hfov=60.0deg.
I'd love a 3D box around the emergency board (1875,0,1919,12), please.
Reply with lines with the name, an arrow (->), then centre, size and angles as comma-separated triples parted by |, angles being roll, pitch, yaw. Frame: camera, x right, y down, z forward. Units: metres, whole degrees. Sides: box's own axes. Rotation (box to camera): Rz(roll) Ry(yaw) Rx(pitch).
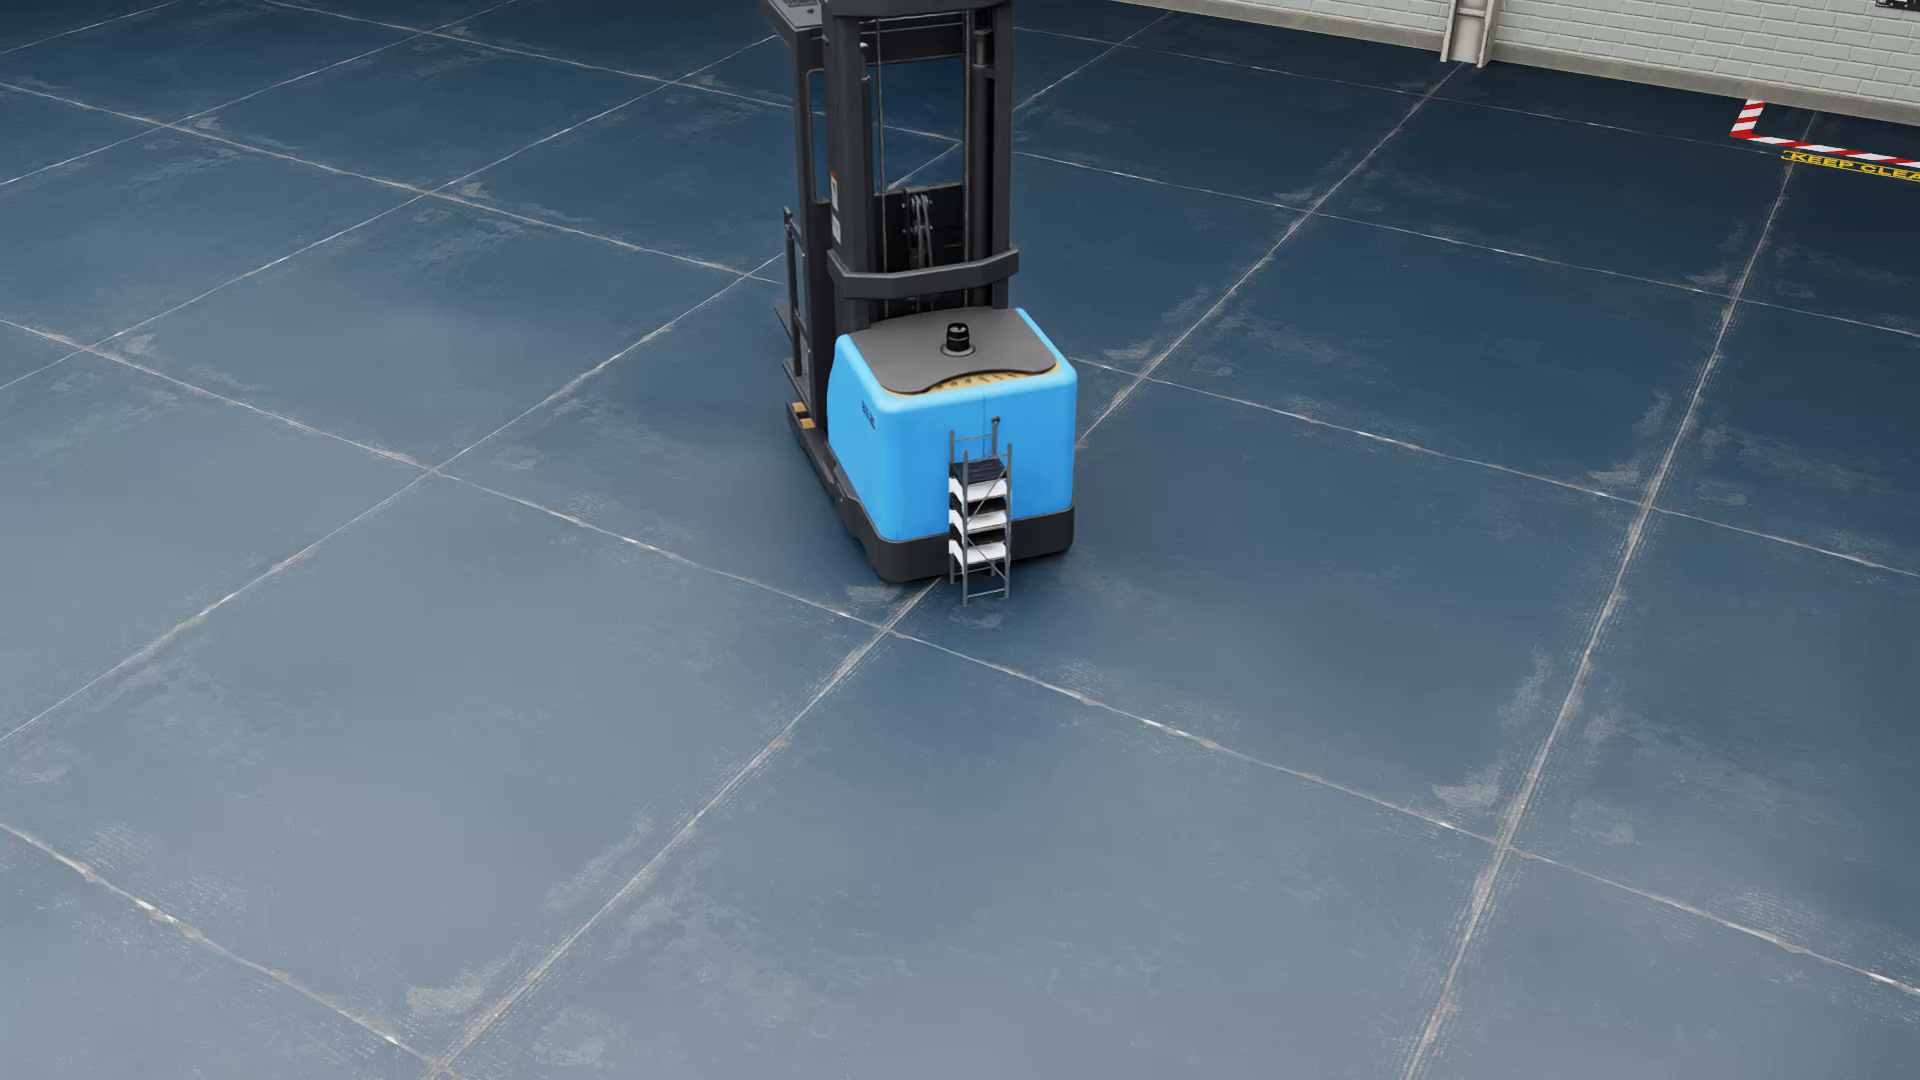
emergency board -> 7.784, -4.771, 13.209 | 0.626, 1.169, 0.157 | 18, 37, 24

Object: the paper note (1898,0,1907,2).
paper note -> 7.663, -4.475, 13.559 | 0.142, 0.148, 0.016 | 18, 37, 24

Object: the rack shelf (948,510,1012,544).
rack shelf -> 0.097, -0.086, 8.128 | 0.258, 0.077, 0.200 | -11, 35, -16

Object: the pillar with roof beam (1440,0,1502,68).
pillar with roof beam -> 2.563, -6.138, 9.848 | 0.400, 9.000, 9.100 | 18, 37, 24

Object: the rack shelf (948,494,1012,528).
rack shelf -> 0.097, -0.161, 8.078 | 0.258, 0.077, 0.200 | -11, 35, -16

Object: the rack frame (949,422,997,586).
rack frame -> 0.063, -0.167, 8.189 | 0.240, 0.900, 0.006 | -11, 35, -16

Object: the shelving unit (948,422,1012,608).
shelving unit -> 0.097, -0.114, 8.109 | 0.258, 0.900, 0.210 | -11, 35, -16

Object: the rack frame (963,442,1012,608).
rack frame -> 0.130, -0.061, 8.029 | 0.240, 0.900, 0.006 | -11, 35, -16

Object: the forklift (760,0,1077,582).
forklift -> -0.373, -1.821, 8.841 | 1.130, 2.935, 3.031 | -11, 35, -16

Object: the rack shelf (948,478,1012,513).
rack shelf -> 0.097, -0.236, 8.028 | 0.258, 0.077, 0.200 | -11, 35, -16

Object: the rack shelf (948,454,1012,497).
rack shelf -> 0.097, -0.311, 7.978 | 0.258, 0.077, 0.200 | -11, 35, -16

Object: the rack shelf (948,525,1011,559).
rack shelf -> 0.097, -0.011, 8.178 | 0.258, 0.077, 0.200 | -11, 35, -16

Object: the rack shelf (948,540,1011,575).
rack shelf -> 0.097, 0.064, 8.227 | 0.258, 0.077, 0.200 | -11, 35, -16
